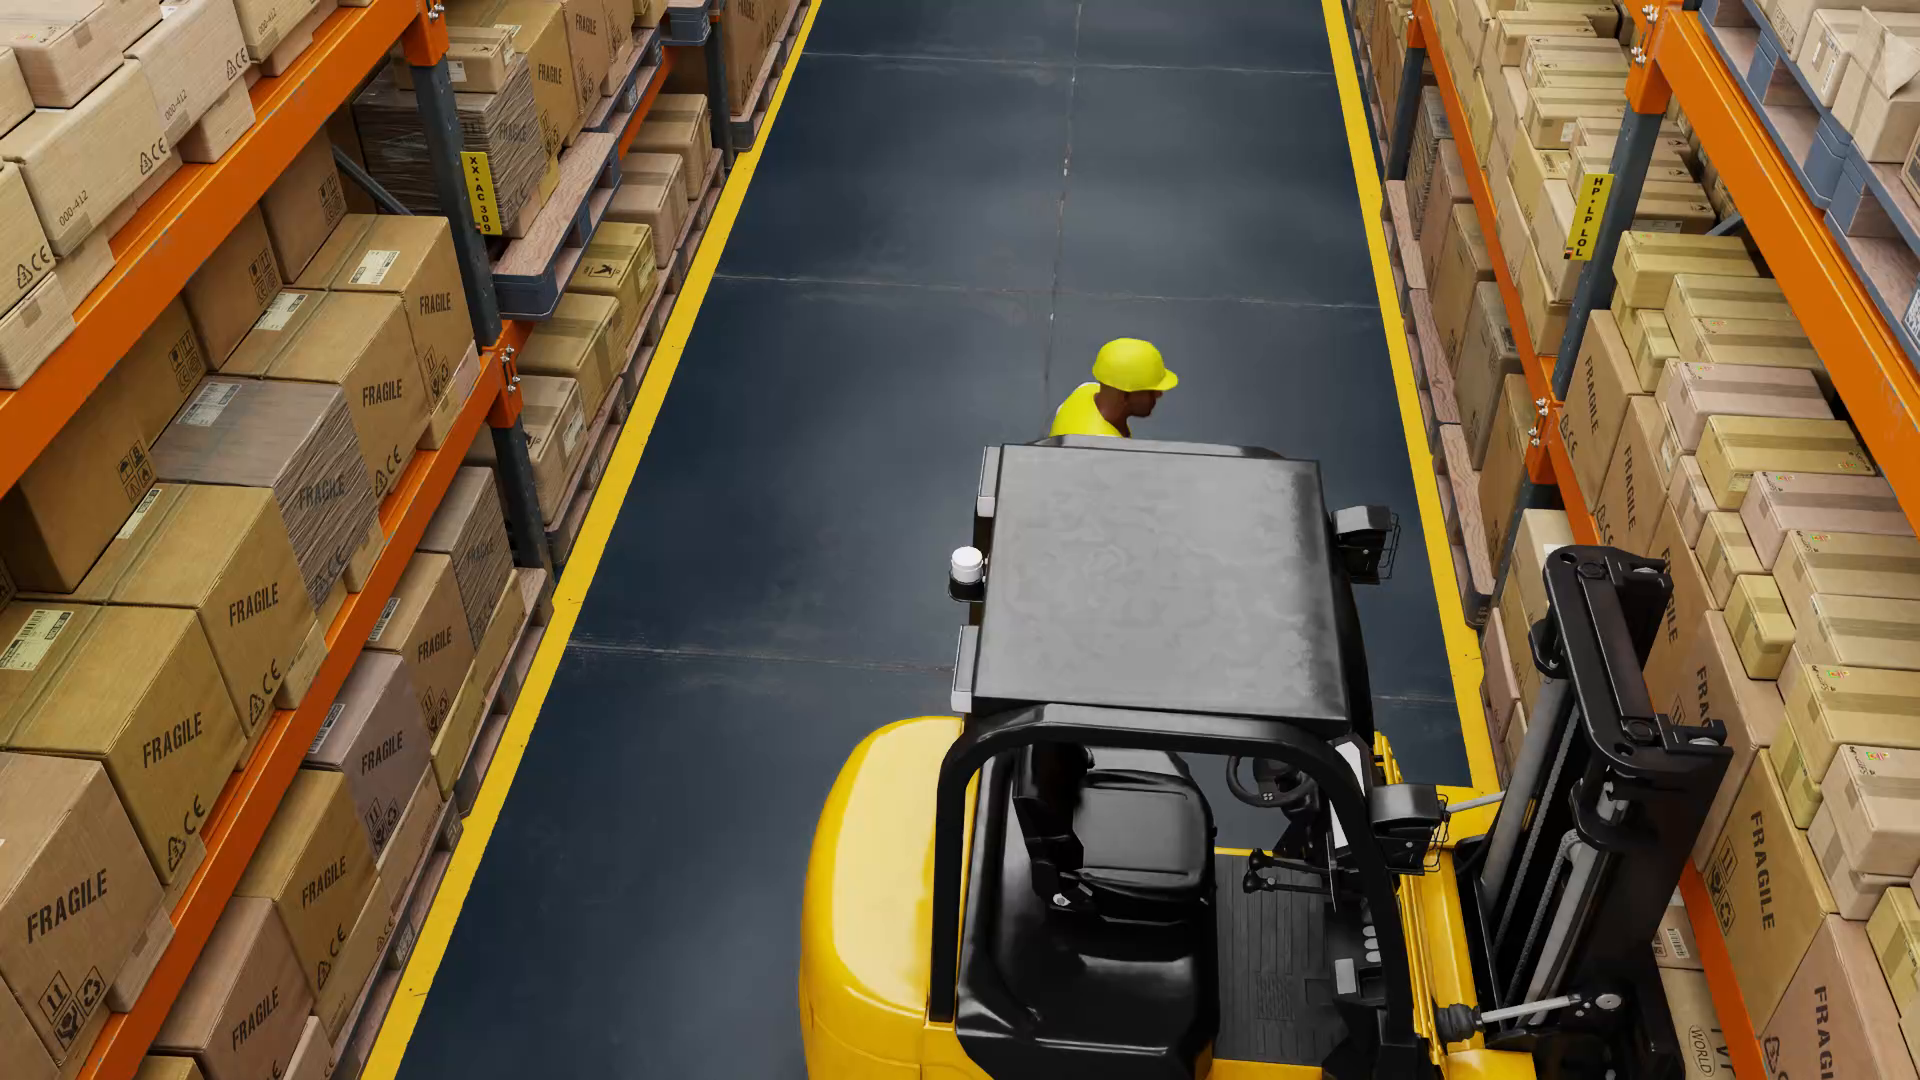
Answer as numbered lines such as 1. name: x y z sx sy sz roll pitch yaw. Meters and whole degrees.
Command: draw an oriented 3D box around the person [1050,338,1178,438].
1. person: 0.510 0.025 6.111 0.461 1.761 0.637 2 40 3
